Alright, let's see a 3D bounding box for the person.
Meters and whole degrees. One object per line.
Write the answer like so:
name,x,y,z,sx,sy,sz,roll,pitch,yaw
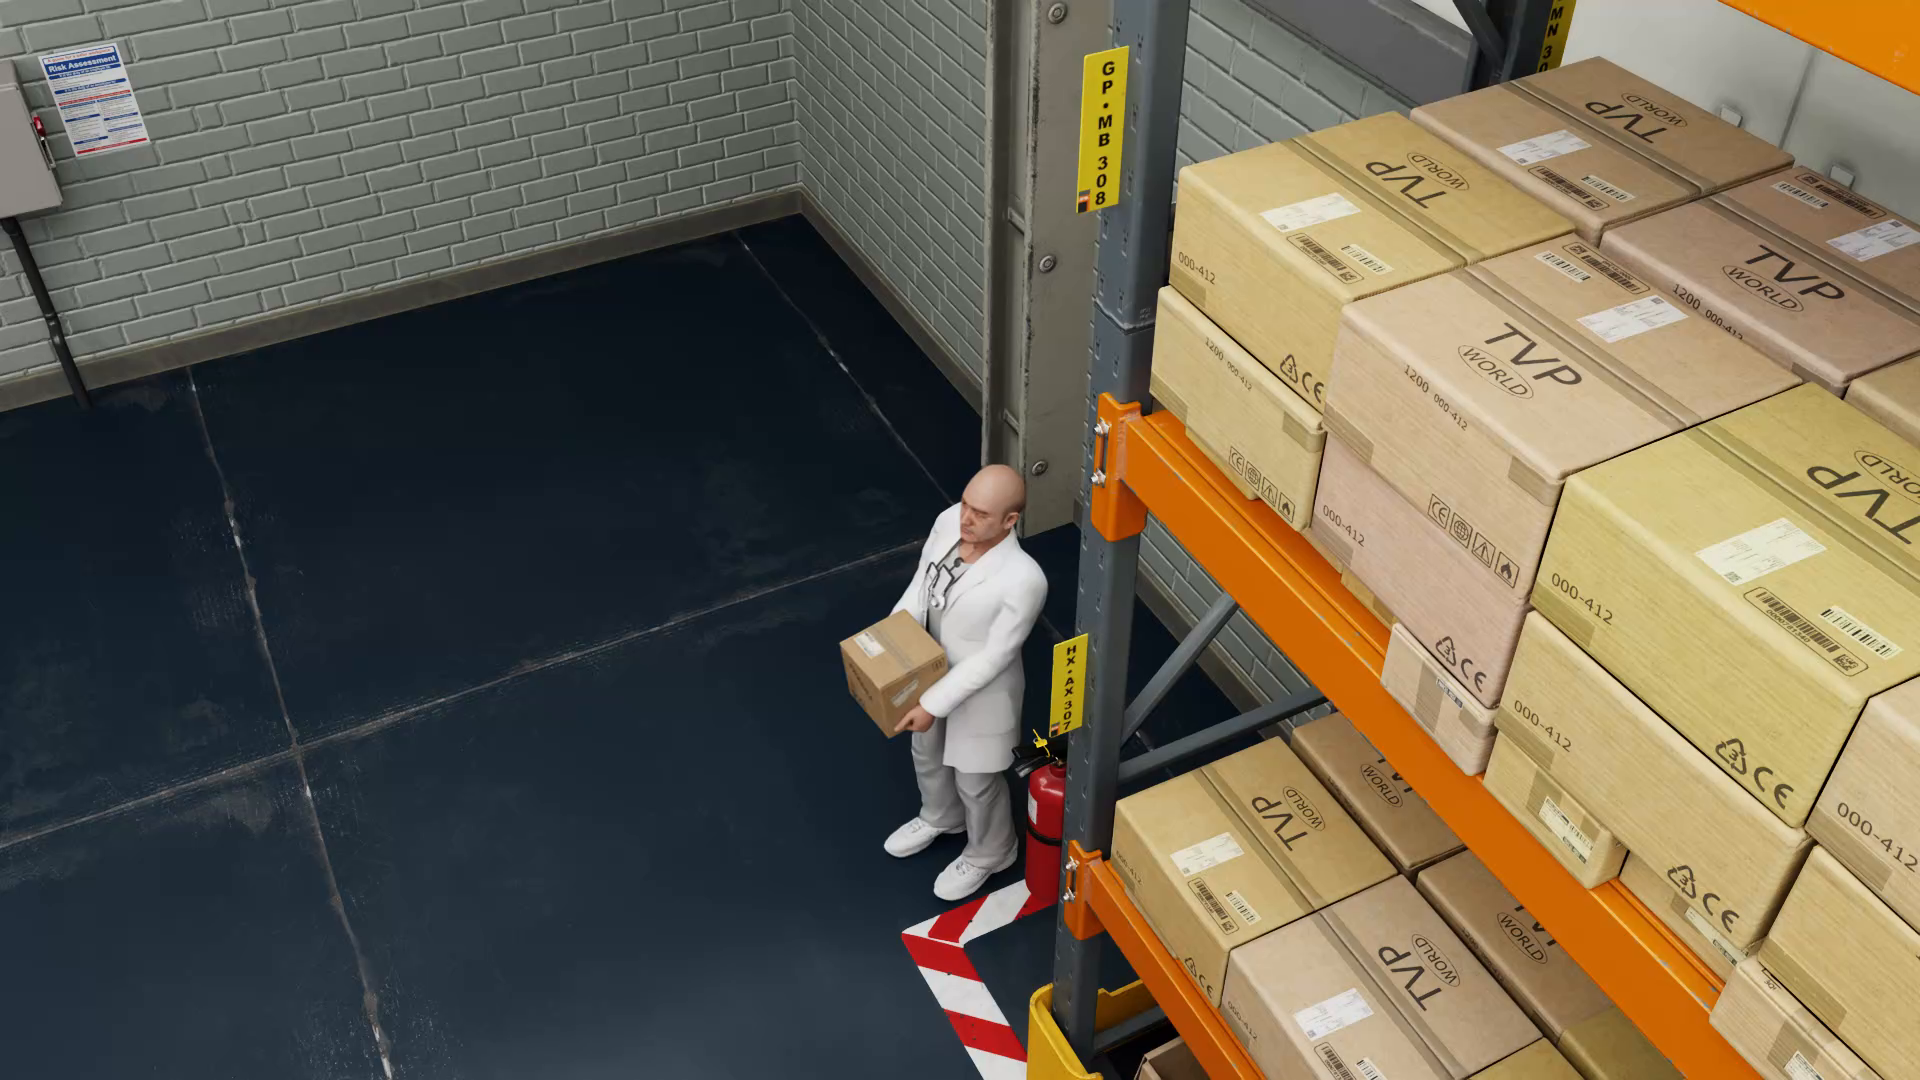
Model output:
person,-0.045,0.512,5.579,0.554,1.769,0.527,-23,46,-25
